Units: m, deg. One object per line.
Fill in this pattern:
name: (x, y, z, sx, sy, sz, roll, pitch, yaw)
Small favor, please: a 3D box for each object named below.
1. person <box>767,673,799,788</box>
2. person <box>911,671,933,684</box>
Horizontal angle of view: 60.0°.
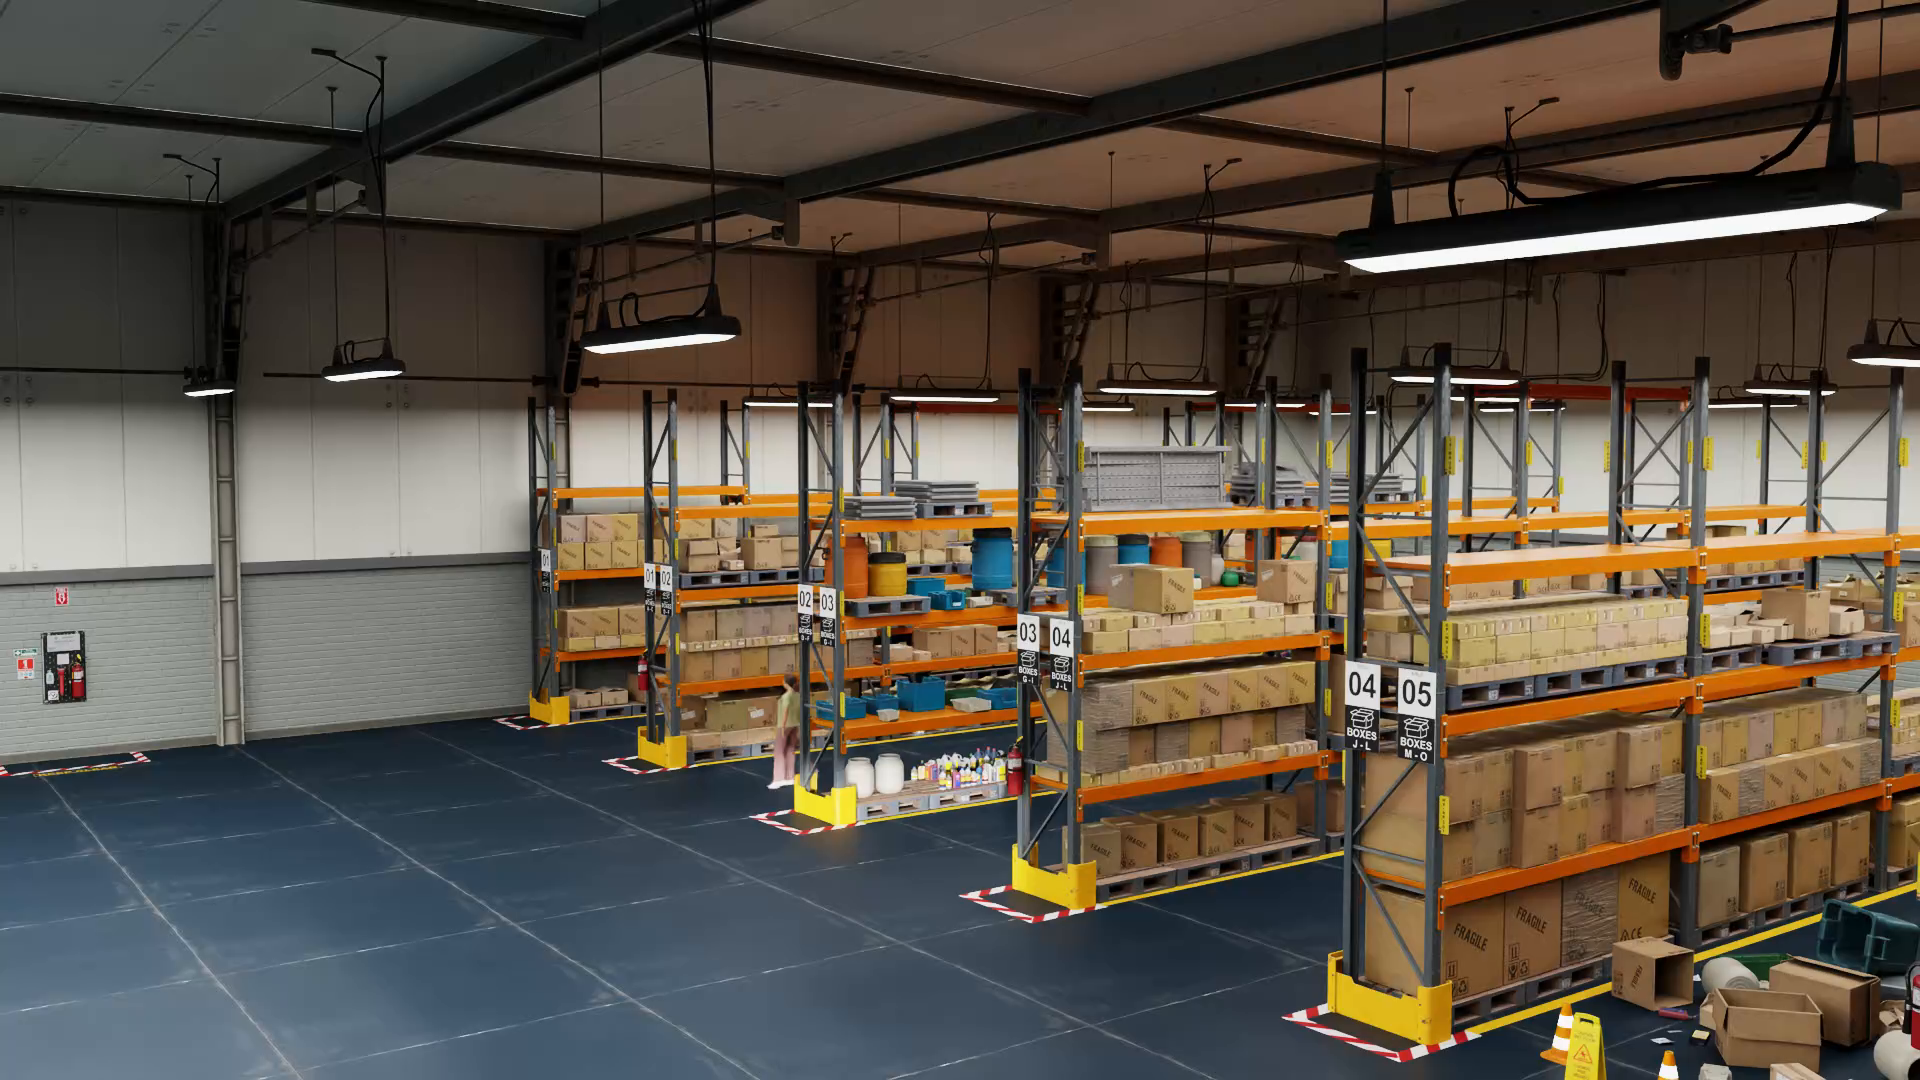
person: (-2.610, 2.862, 24.967, 0.386, 1.711, 0.560, 2, 4, 27)
person: (-0.726, 2.481, 31.718, 0.468, 1.601, 0.341, -3, 5, -43)
